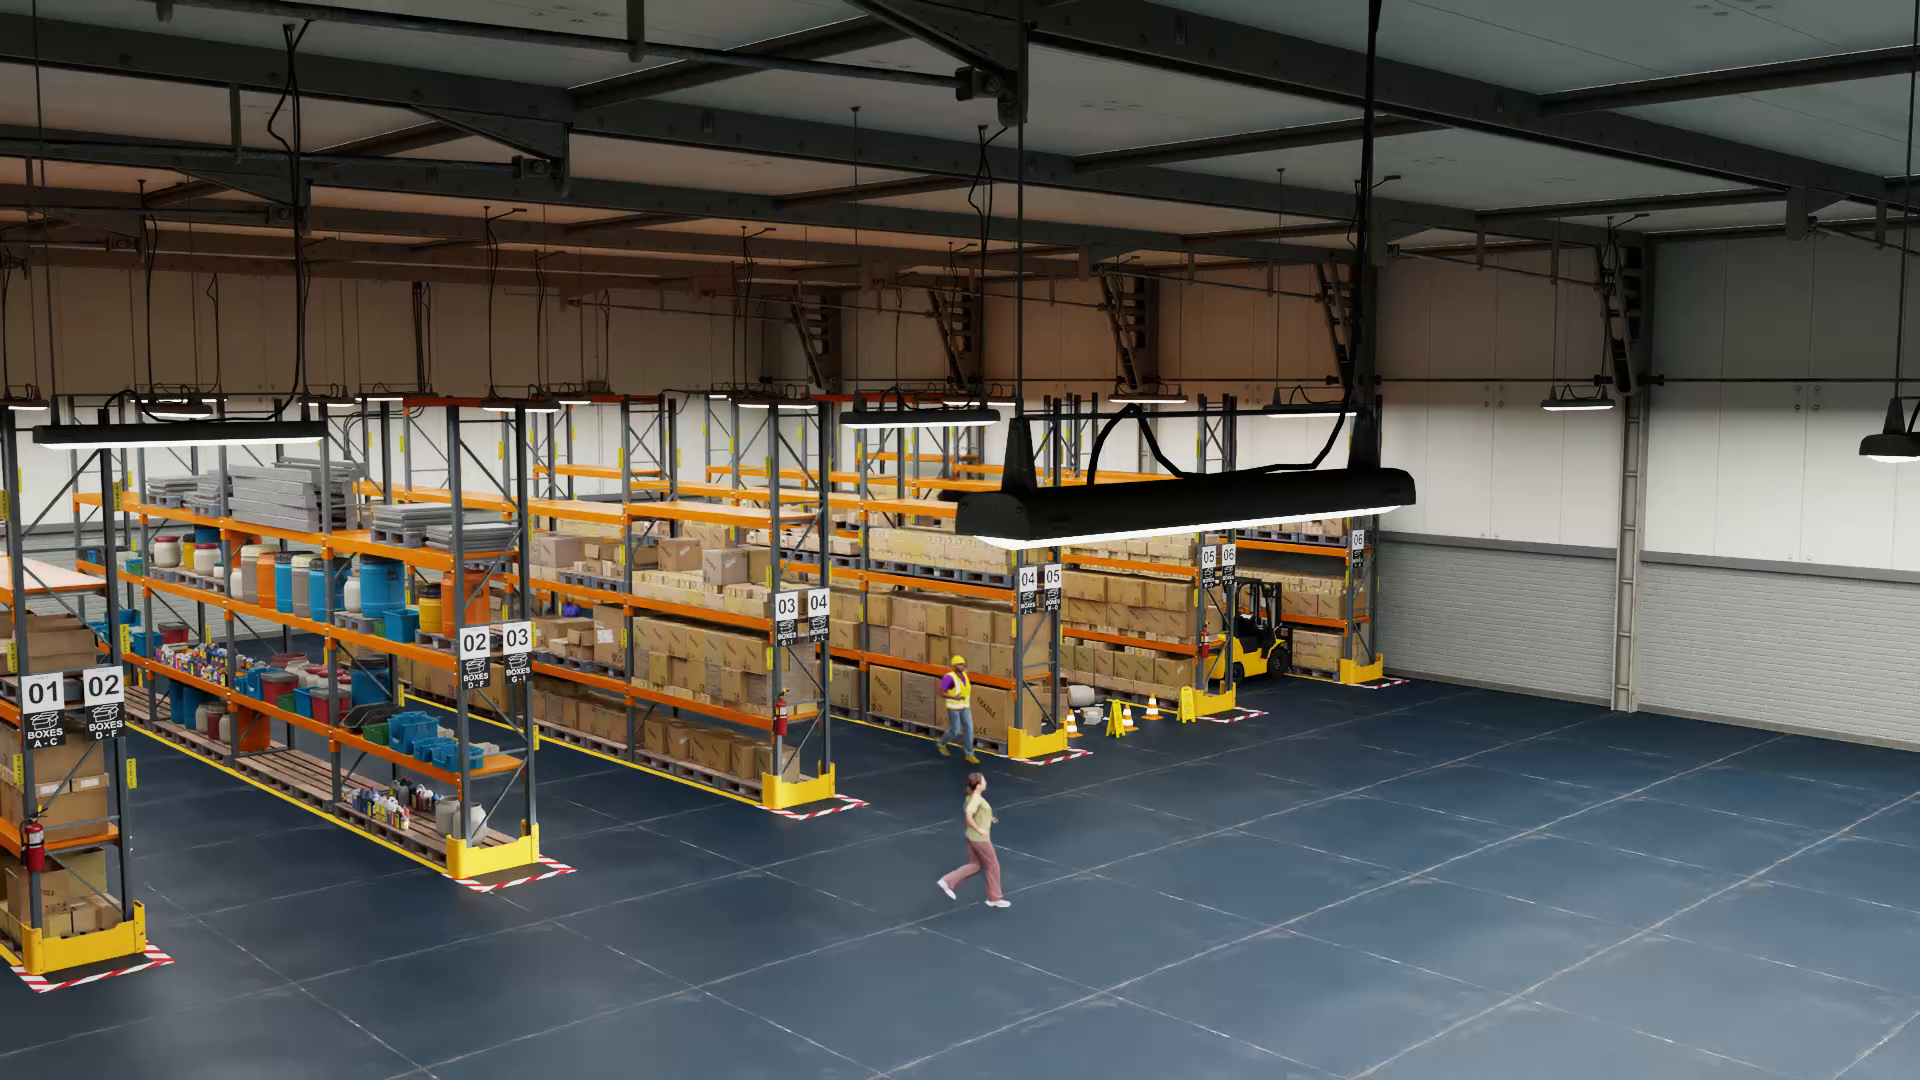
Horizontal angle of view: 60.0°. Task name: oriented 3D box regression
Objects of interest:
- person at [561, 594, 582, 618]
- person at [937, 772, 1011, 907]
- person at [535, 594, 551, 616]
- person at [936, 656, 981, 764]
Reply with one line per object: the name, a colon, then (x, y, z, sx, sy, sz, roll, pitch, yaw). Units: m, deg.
person: (-8.512, 2.006, 36.250, 0.804, 1.705, 0.558, 5, 8, 45)
person: (0.178, 3.593, 19.853, 0.901, 1.671, 0.578, -2, 6, -16)
person: (-10.219, 1.589, 41.096, 0.783, 1.545, 0.559, -5, 8, -43)
person: (-0.034, 2.789, 27.510, 0.717, 1.763, 0.908, -5, 8, -44)
